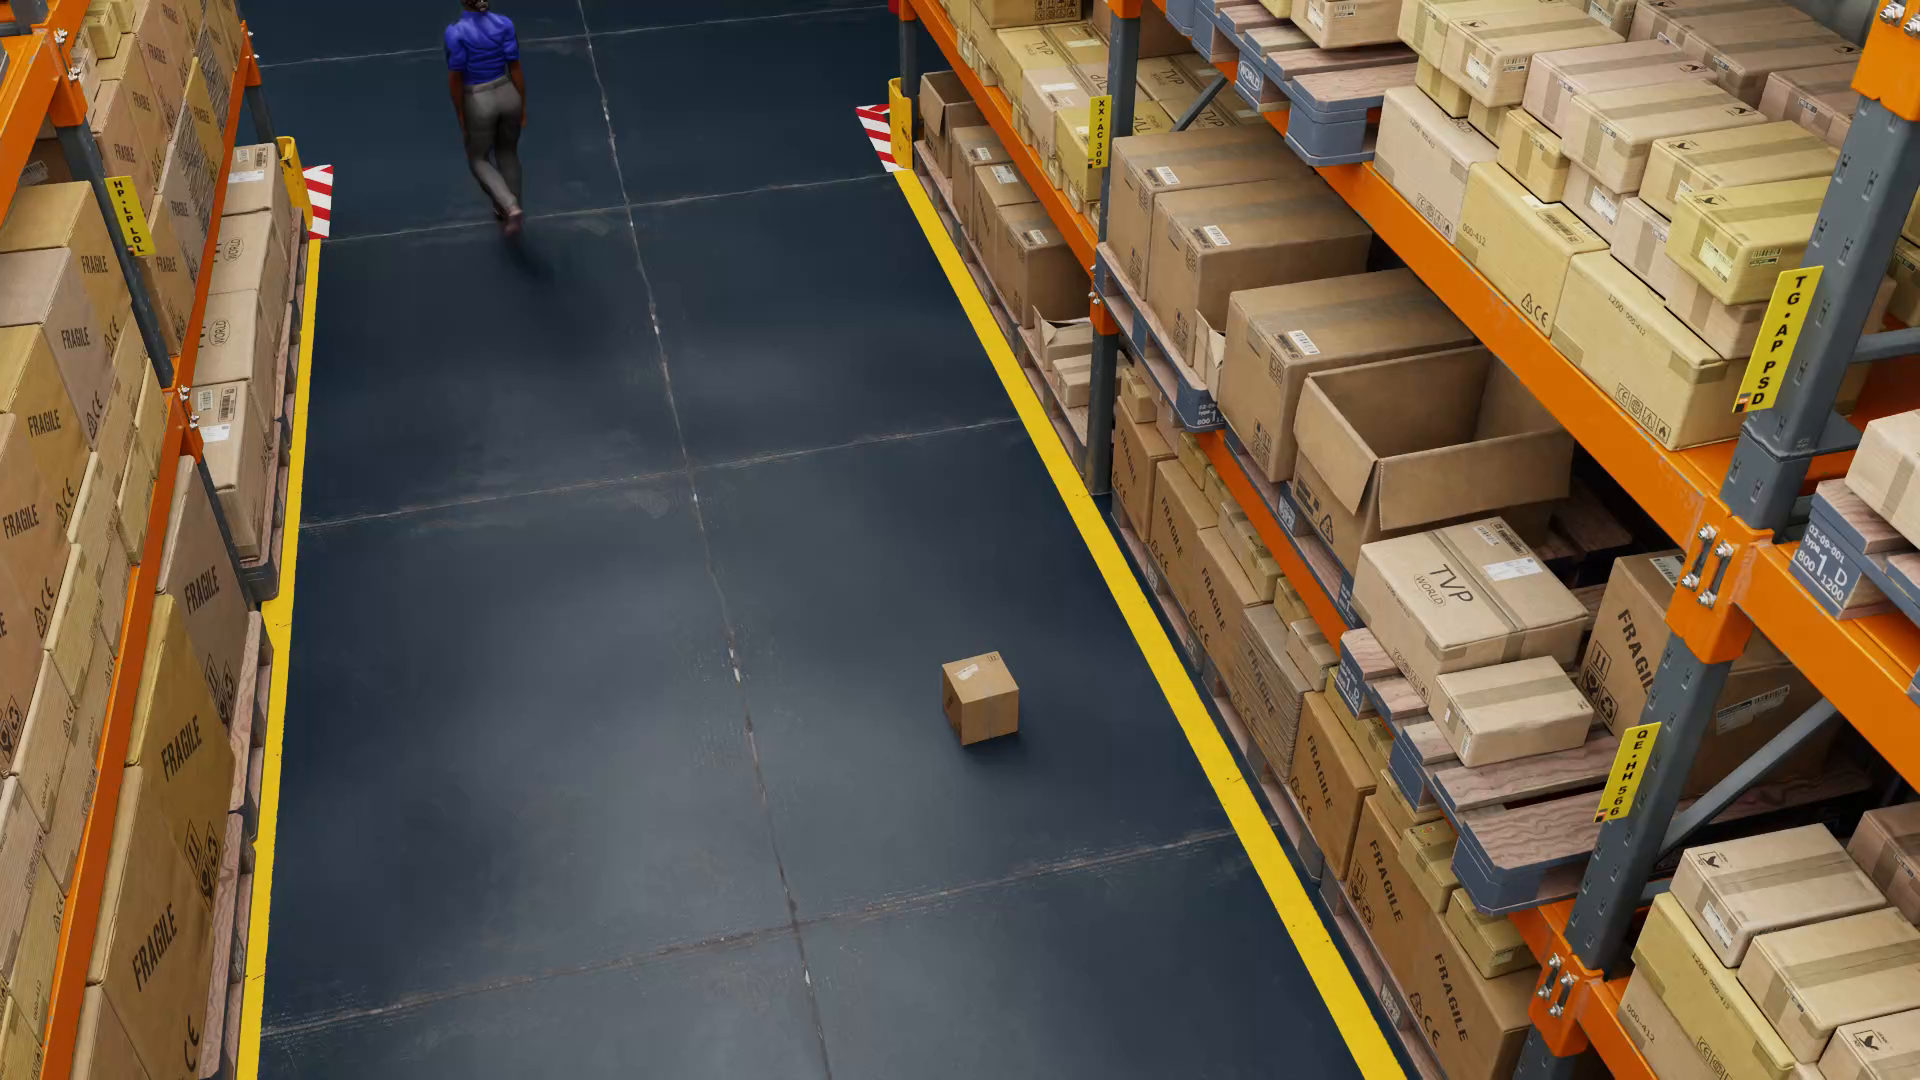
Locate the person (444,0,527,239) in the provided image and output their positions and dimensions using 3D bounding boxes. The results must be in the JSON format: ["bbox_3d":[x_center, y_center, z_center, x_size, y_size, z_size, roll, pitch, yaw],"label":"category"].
[{"bbox_3d":[-2.801,-2.580,9.951,0.449,1.625,0.693,-24,44,-27],"label":"person"}]
